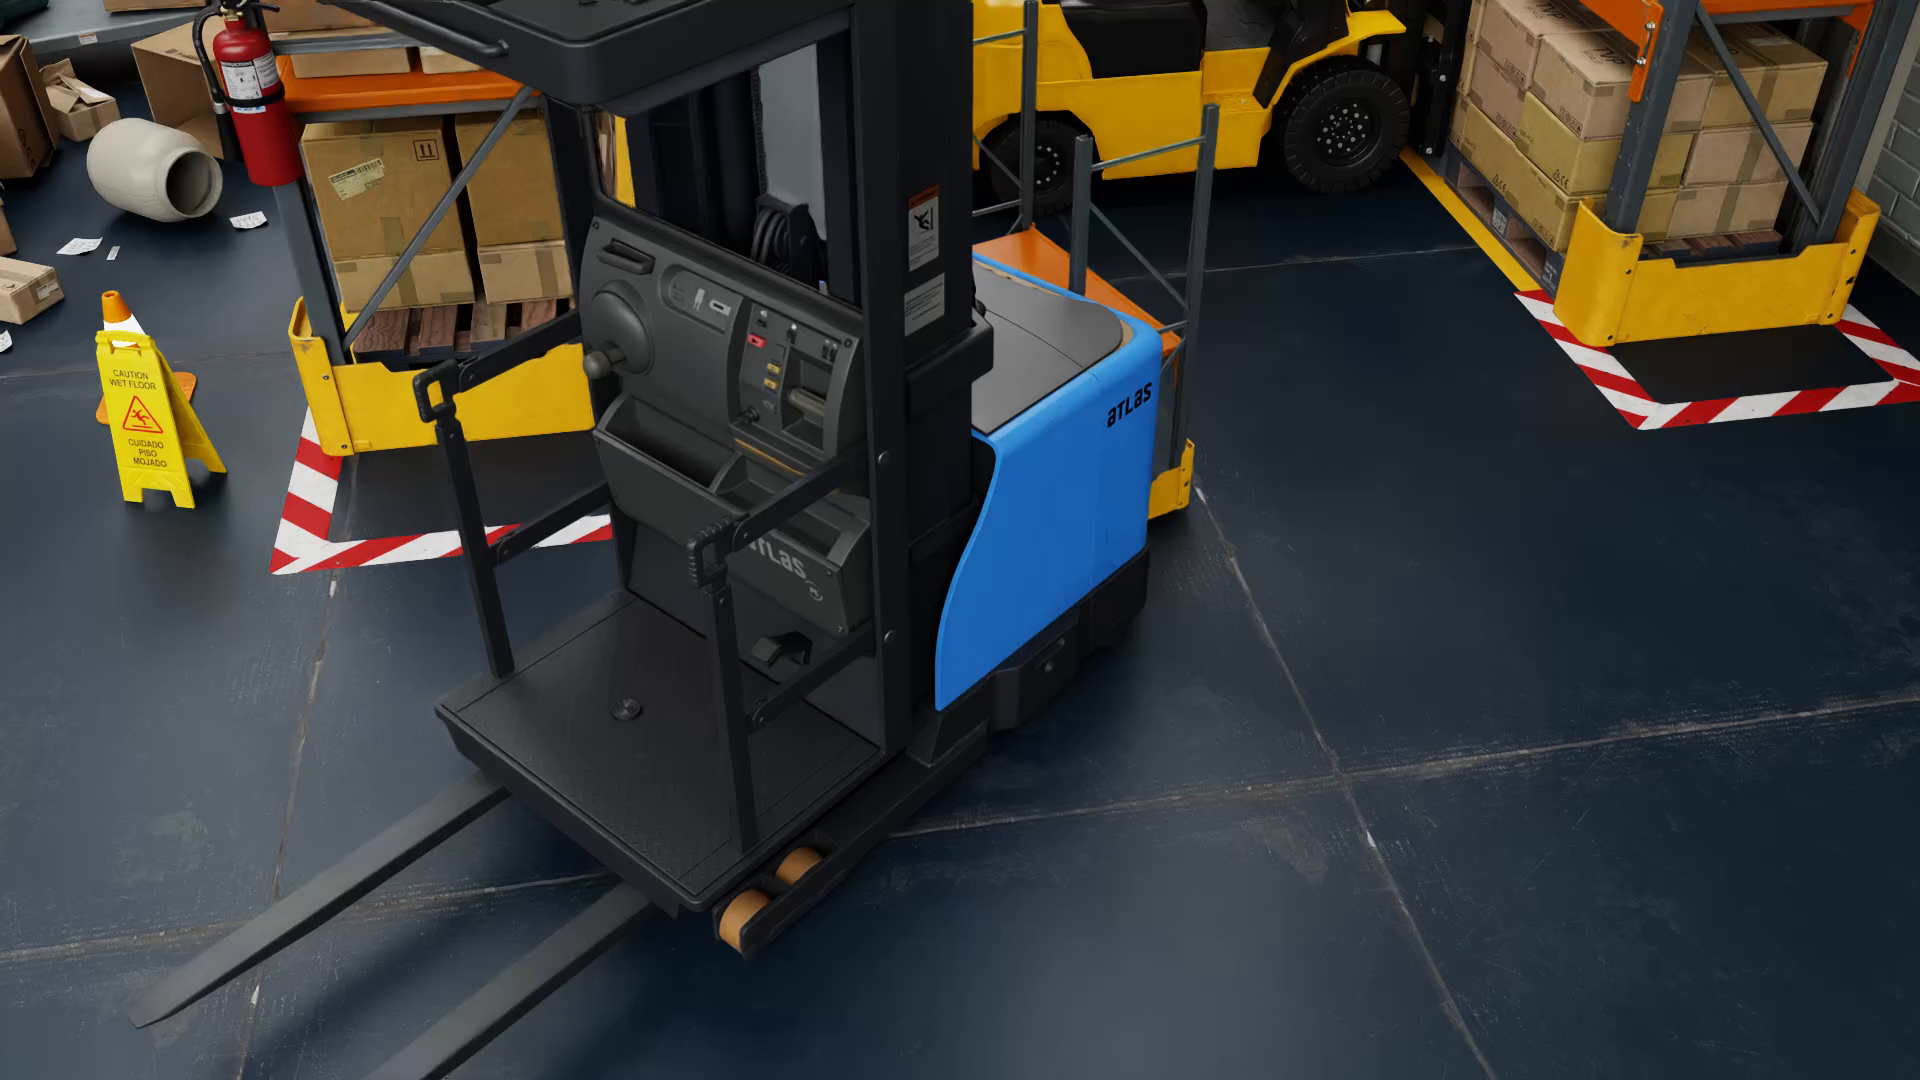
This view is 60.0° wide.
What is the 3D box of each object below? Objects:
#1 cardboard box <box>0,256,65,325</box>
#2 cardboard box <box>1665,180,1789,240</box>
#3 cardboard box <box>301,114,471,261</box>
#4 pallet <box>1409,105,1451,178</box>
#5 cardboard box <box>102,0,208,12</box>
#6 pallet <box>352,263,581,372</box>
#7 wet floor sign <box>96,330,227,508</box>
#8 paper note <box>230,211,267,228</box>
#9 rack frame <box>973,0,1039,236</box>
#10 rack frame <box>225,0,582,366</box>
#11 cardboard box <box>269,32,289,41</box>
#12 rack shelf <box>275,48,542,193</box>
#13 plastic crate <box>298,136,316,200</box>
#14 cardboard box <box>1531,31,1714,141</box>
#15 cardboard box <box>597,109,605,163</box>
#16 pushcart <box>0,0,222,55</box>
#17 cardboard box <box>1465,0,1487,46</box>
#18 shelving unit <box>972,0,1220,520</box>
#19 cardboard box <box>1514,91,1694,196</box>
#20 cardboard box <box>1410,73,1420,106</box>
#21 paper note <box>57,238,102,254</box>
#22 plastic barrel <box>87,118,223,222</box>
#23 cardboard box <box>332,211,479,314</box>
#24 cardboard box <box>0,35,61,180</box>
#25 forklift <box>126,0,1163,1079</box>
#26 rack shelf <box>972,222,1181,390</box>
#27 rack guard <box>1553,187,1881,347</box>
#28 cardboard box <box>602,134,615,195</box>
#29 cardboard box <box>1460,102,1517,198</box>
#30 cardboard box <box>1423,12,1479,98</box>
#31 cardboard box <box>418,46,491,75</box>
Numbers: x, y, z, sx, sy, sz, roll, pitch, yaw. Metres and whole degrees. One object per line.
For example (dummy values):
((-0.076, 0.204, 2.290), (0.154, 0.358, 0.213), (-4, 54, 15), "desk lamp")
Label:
((-4.024, -1.057, 6.989), (0.380, 0.149, 0.250), (13, 40, 16), "cardboard box")
((3.187, -1.543, 7.190), (0.500, 0.250, 0.500), (-6, 38, -8), "cardboard box")
((-2.203, -1.441, 6.447), (0.500, 0.500, 0.500), (-6, 38, -8), "cardboard box")
((2.694, -2.237, 8.457), (1.003, 0.211, 1.213), (-6, 38, -8), "pallet")
((-4.254, -3.127, 8.750), (0.500, 0.500, 0.500), (-6, 38, -8), "cardboard box")
((-1.927, -1.048, 6.927), (1.003, 0.211, 1.213), (-6, 38, -8), "pallet")
((-2.826, -0.449, 5.802), (0.267, 0.644, 0.232), (6, 38, 8), "wet floor sign")
((-3.258, -1.468, 7.615), (0.142, 0.019, 0.148), (-20, 42, -23), "paper note")
((0.045, -1.180, 6.046), (0.500, 1.500, 0.032), (-20, 42, -23), "rack frame")
((-1.806, -1.609, 5.376), (1.000, 3.000, 0.127), (-6, 38, -8), "rack frame")
((-2.236, -1.854, 5.896), (0.380, 0.149, 0.250), (-7, 38, -8), "cardboard box")
((-2.157, -2.533, 7.151), (1.077, 0.370, 4.000), (-6, 38, -8), "rack shelf")
((-3.039, -1.835, 8.047), (0.402, 0.080, 0.583), (-20, 42, -23), "plastic crate")
((2.692, -1.864, 6.789), (0.500, 0.250, 0.500), (-5, 38, -6), "cardboard box")
((-1.776, -1.831, 6.950), (0.500, 0.500, 0.500), (-8, 38, -10), "cardboard box")
((-4.743, -2.714, 8.936), (1.648, 0.377, 0.936), (-20, 42, -23), "pushcart")
((2.499, -2.476, 7.576), (0.500, 0.250, 0.500), (-6, 38, -7), "cardboard box")
((0.296, -0.915, 5.705), (0.587, 1.500, 1.083), (-20, 42, -23), "shelving unit")
((2.687, -1.683, 6.962), (0.500, 0.250, 0.500), (-7, 38, -9), "cardboard box")
((2.417, -2.391, 8.281), (0.500, 0.250, 0.500), (-5, 38, -7), "cardboard box")
((-3.933, -1.318, 7.431), (0.148, 0.019, 0.142), (6, 38, 8), "paper note")
((-3.659, -1.676, 7.562), (0.512, 0.421, 0.421), (19, 42, 23), "plastic barrel")
((-2.217, -1.163, 6.700), (0.500, 0.250, 0.500), (-6, 38, -8), "cardboard box")
((-4.779, -2.029, 7.841), (0.797, 0.637, 0.503), (-6, 38, -8), "cardboard box")
((-0.740, -0.427, 3.911), (1.130, 2.935, 3.031), (28, 46, 31), "forklift")
((0.301, -0.768, 5.809), (0.538, 0.185, 1.000), (-20, 42, -23), "rack shelf")
((3.084, -1.143, 6.814), (1.175, 0.500, 0.348), (-6, 38, -8), "rack guard")
((-1.757, -1.515, 7.154), (0.500, 0.250, 0.500), (-5, 38, -6), "cardboard box")
((2.609, -1.776, 7.490), (0.500, 0.250, 0.500), (-6, 38, -8), "cardboard box")
((2.499, -2.296, 7.752), (0.500, 0.250, 0.500), (-7, 38, -9), "cardboard box")
((-1.662, -1.737, 5.746), (0.380, 0.149, 0.250), (-6, 38, -8), "cardboard box")
